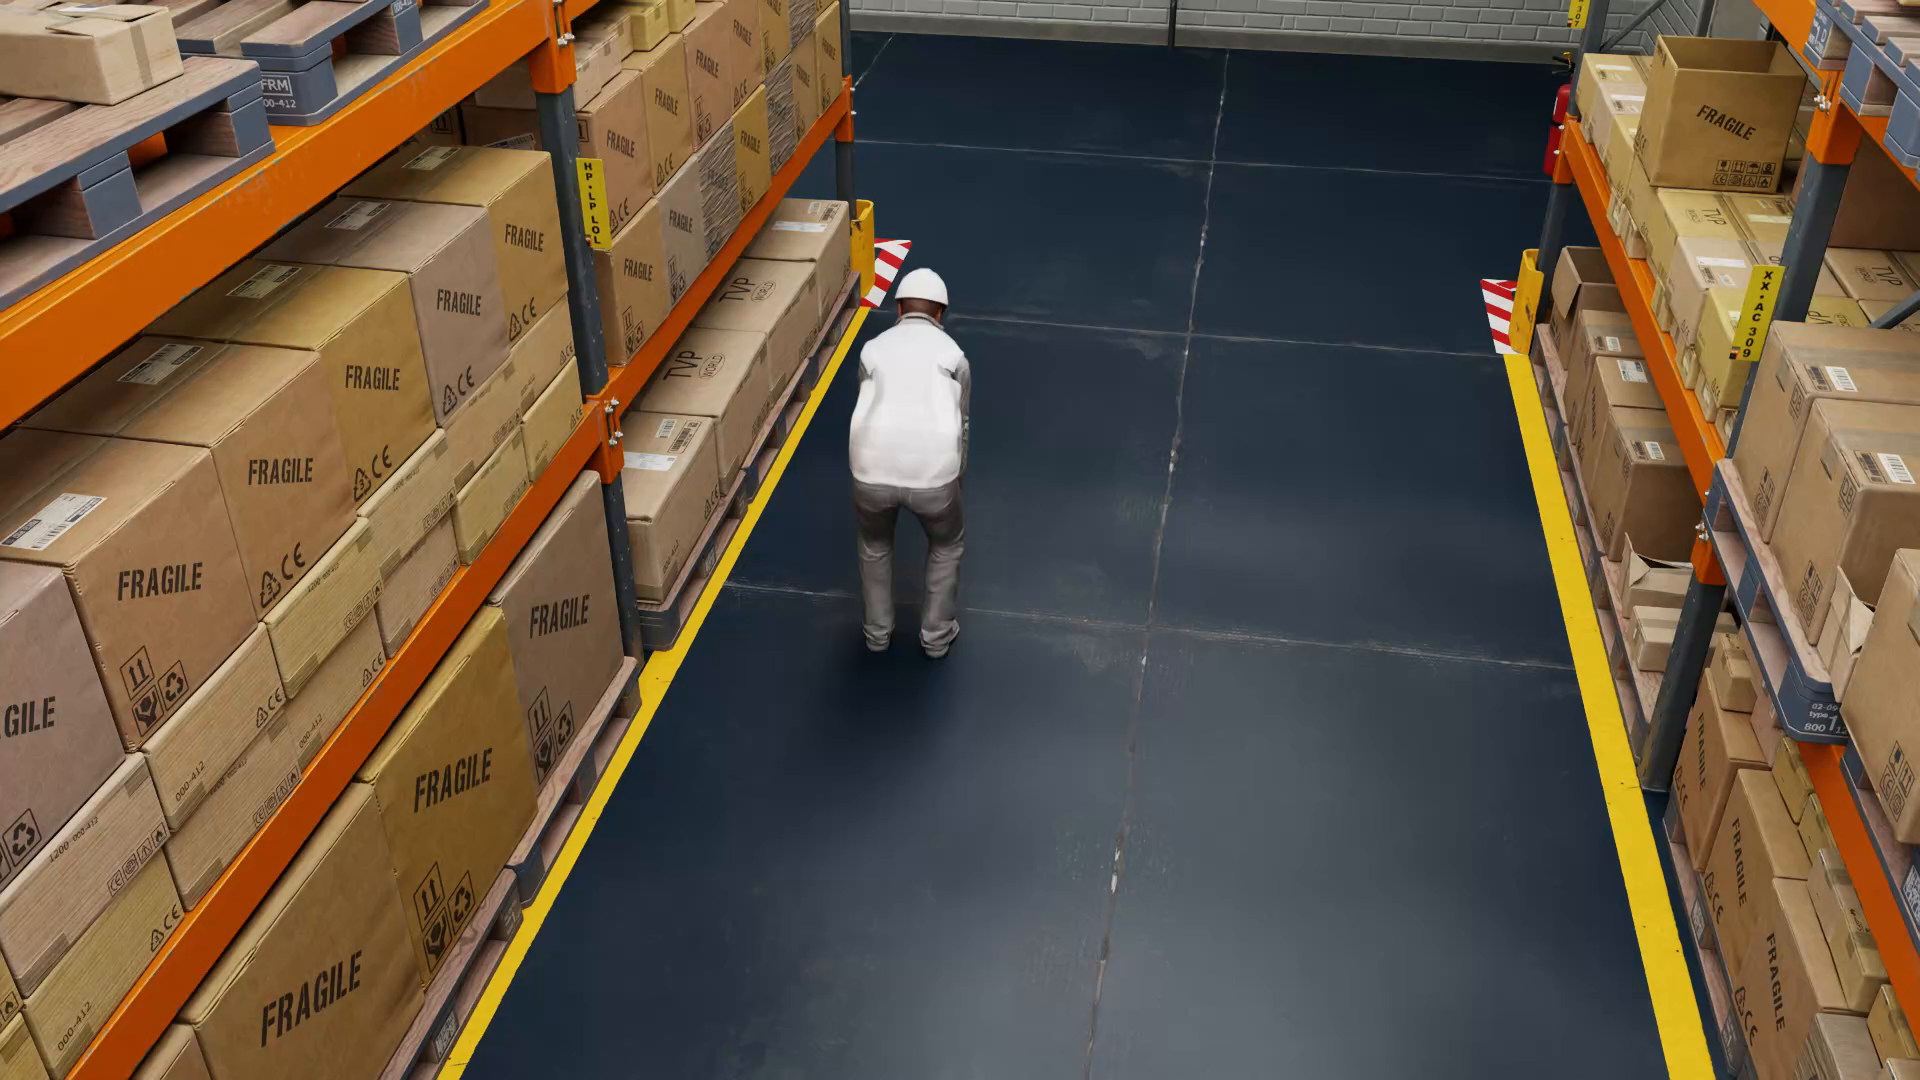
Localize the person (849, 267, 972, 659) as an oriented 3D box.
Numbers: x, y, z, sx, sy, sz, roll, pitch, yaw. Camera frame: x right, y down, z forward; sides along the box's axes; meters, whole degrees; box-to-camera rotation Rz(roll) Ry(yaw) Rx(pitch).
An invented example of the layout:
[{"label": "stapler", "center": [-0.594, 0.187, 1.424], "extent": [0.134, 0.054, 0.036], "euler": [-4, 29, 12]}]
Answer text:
[{"label": "person", "center": [-0.195, -0.305, 6.879], "extent": [0.470, 1.476, 0.871], "euler": [4, 32, 7]}]
